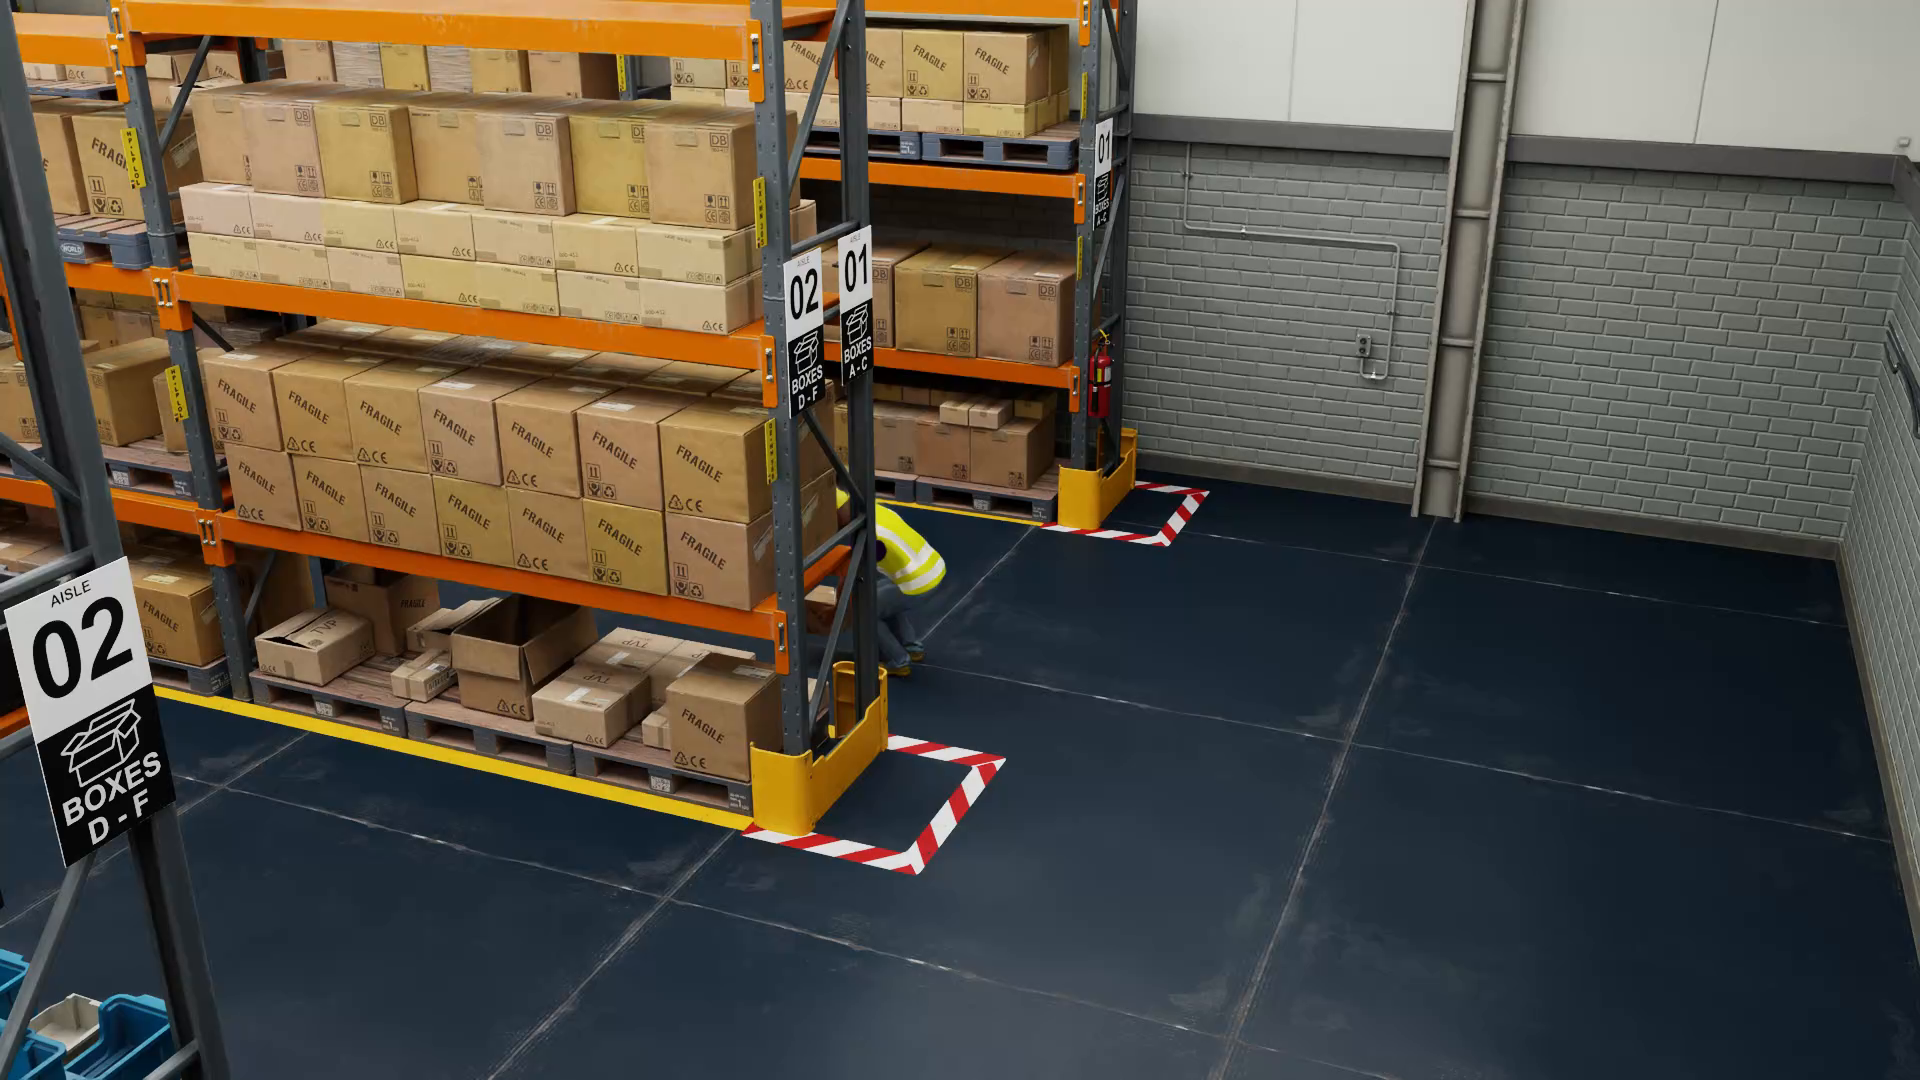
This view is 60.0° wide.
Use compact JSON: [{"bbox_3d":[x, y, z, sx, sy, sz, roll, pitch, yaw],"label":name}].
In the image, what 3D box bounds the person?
[{"bbox_3d":[-0.526,0.276,10.931,0.832,1.233,0.623,7,23,16],"label":"person"}]
